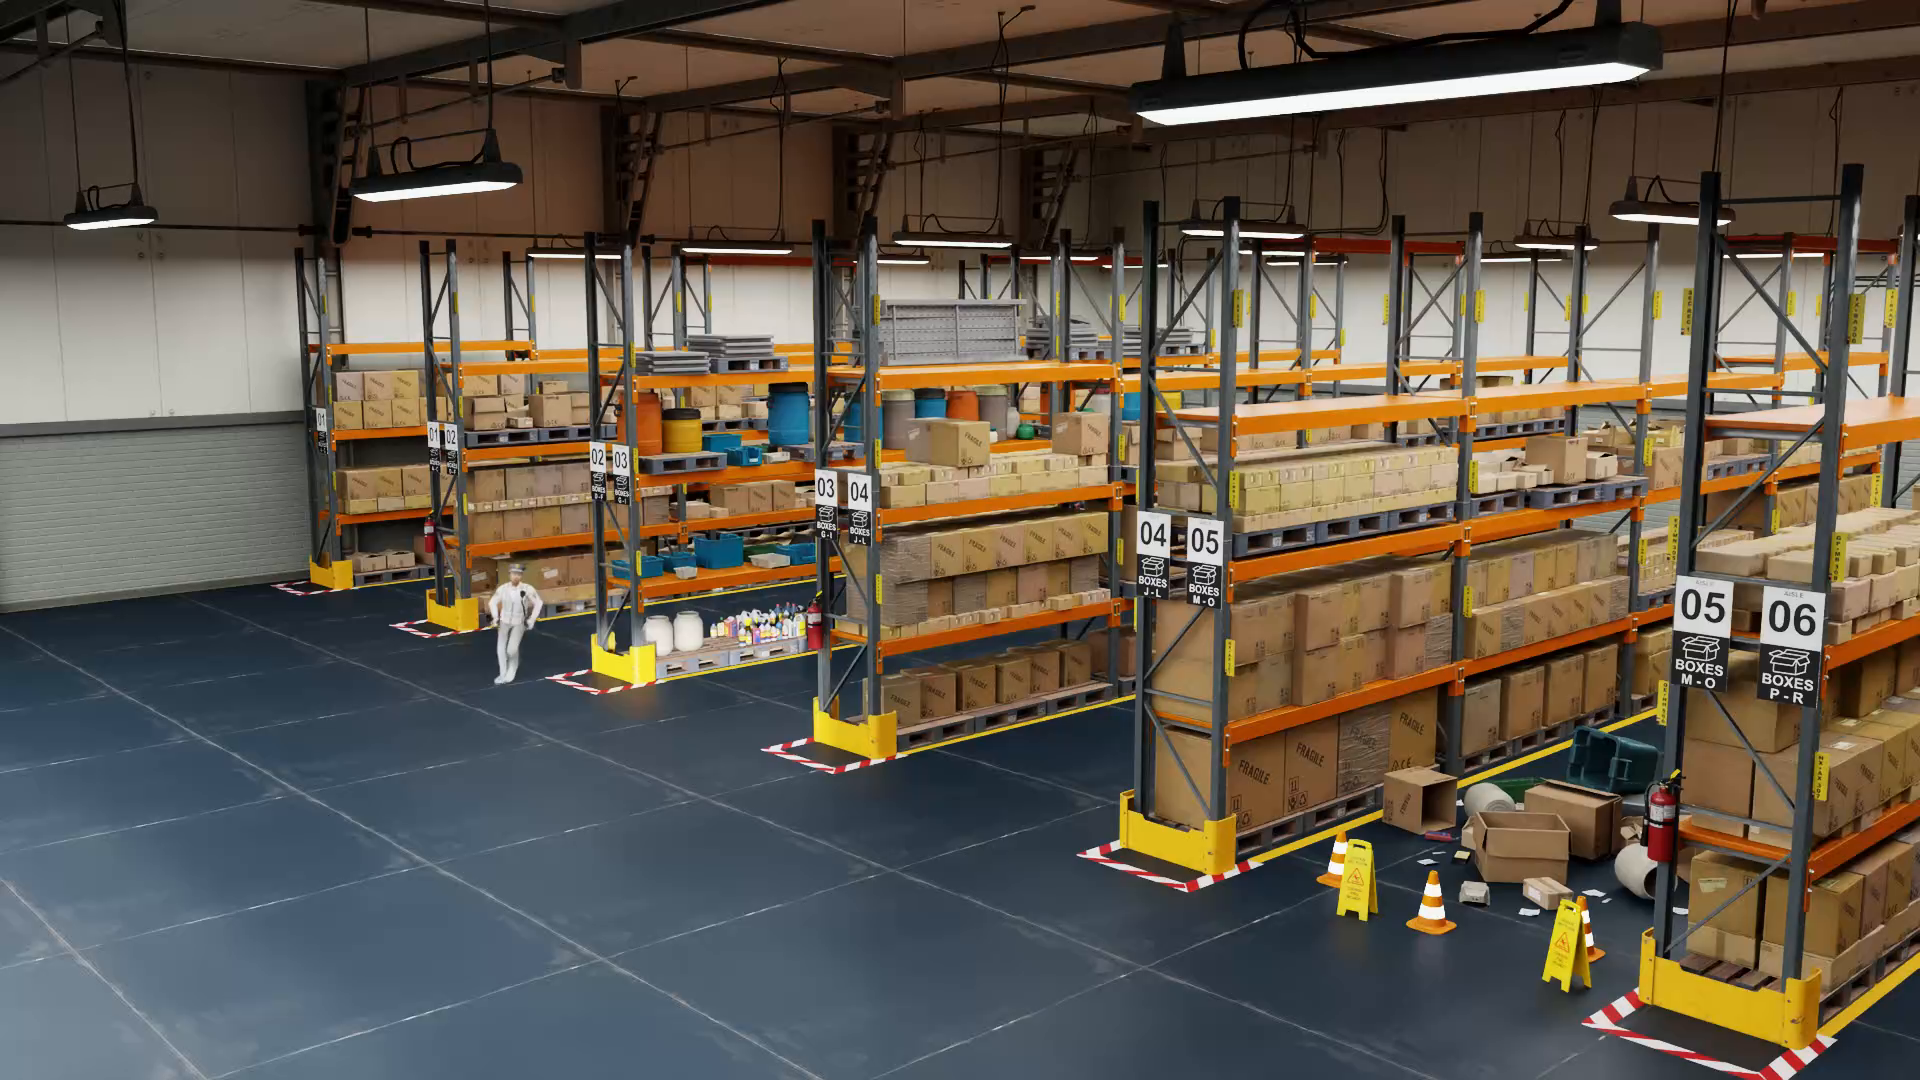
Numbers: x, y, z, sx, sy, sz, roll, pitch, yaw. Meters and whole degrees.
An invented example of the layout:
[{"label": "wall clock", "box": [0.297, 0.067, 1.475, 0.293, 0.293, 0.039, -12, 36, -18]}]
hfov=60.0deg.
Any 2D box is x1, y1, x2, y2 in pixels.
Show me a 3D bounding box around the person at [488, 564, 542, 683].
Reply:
[{"label": "person", "box": [-5.941, 1.118, 22.146, 0.675, 1.634, 0.550, 0, 8, 1]}]
